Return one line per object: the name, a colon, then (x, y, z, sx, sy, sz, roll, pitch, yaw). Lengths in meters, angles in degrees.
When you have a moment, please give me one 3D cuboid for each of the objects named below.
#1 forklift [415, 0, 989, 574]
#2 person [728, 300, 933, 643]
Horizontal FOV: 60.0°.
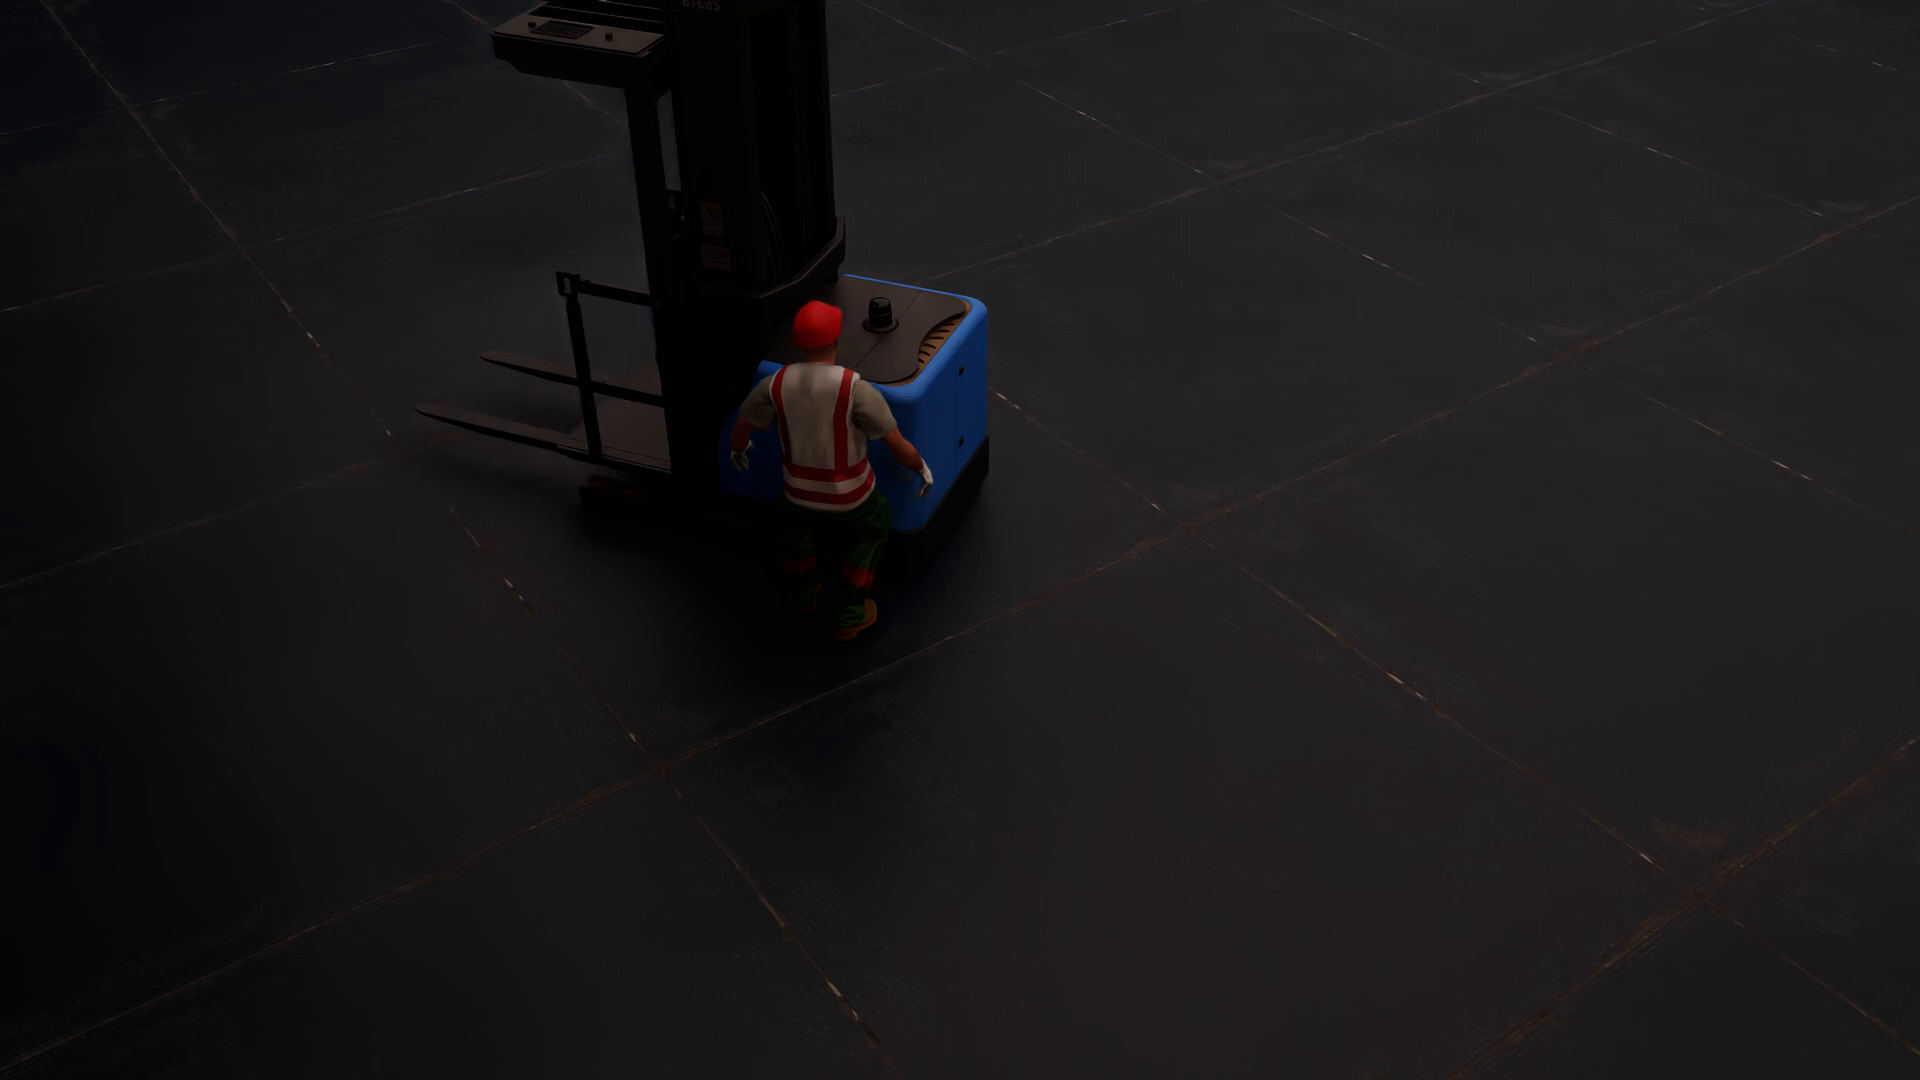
forklift: (-1.418, -1.561, 8.056, 3.031, 2.935, 1.130, 13, 38, 17)
person: (-0.560, -0.309, 7.399, 0.927, 1.744, 0.571, 10, 38, 13)
